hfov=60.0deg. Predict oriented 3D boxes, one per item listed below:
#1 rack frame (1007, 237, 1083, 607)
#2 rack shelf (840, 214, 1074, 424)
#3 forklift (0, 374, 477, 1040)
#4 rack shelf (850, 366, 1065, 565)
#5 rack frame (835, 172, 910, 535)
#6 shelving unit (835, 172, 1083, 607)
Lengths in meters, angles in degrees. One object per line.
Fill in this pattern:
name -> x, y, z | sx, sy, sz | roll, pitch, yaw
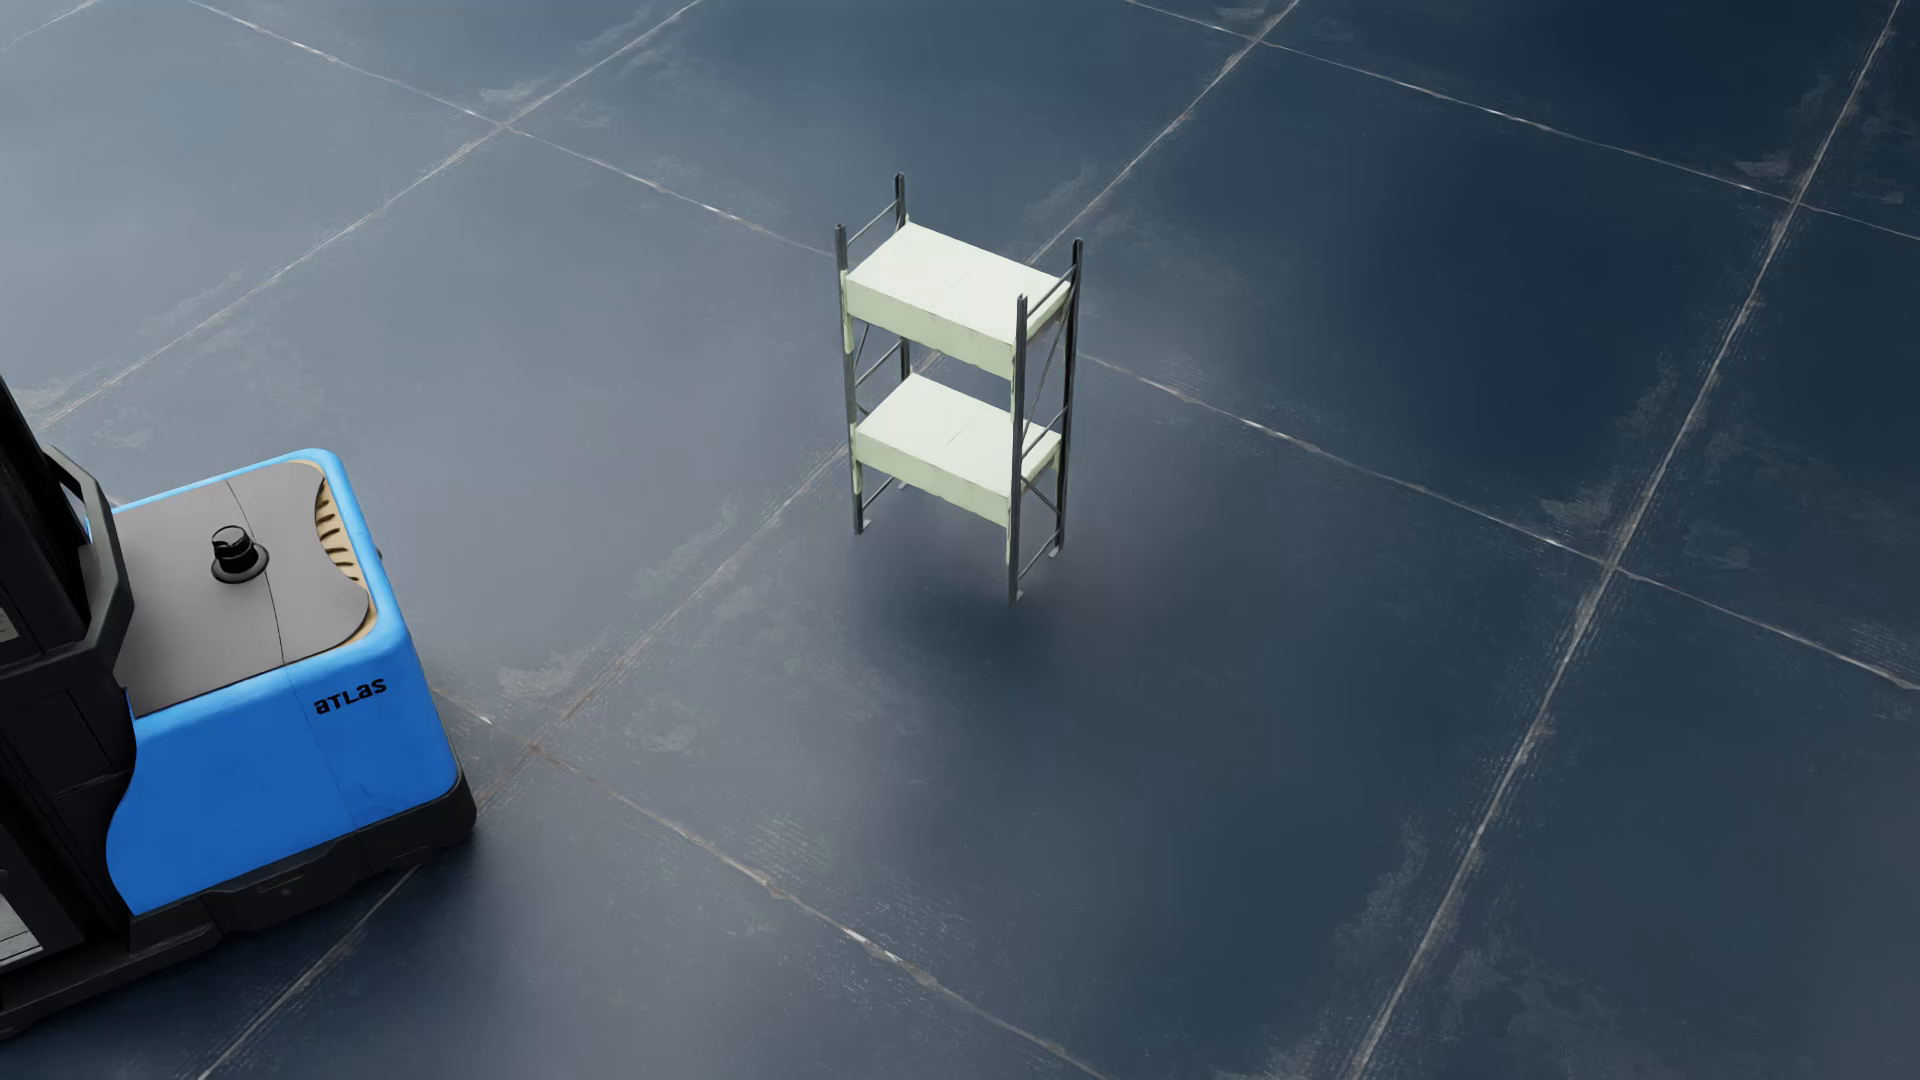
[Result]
rack frame -> 0.302, -0.384, 6.077 | 0.023, 1.500, 0.400 | 25, 51, 22
rack shelf -> -0.006, -0.797, 5.935 | 0.720, 0.370, 0.431 | 25, 51, 22
forklift -> -3.209, 0.196, 4.516 | 3.031, 2.935, 1.130 | -21, 49, -19
rack shelf -> -0.006, -0.298, 6.448 | 0.720, 0.370, 0.431 | 25, 51, 22
rack frame -> -0.314, -0.667, 6.352 | 0.023, 1.500, 0.400 | 25, 51, 22
shelving unit -> -0.006, -0.525, 6.215 | 0.755, 1.500, 0.431 | 25, 51, 22
